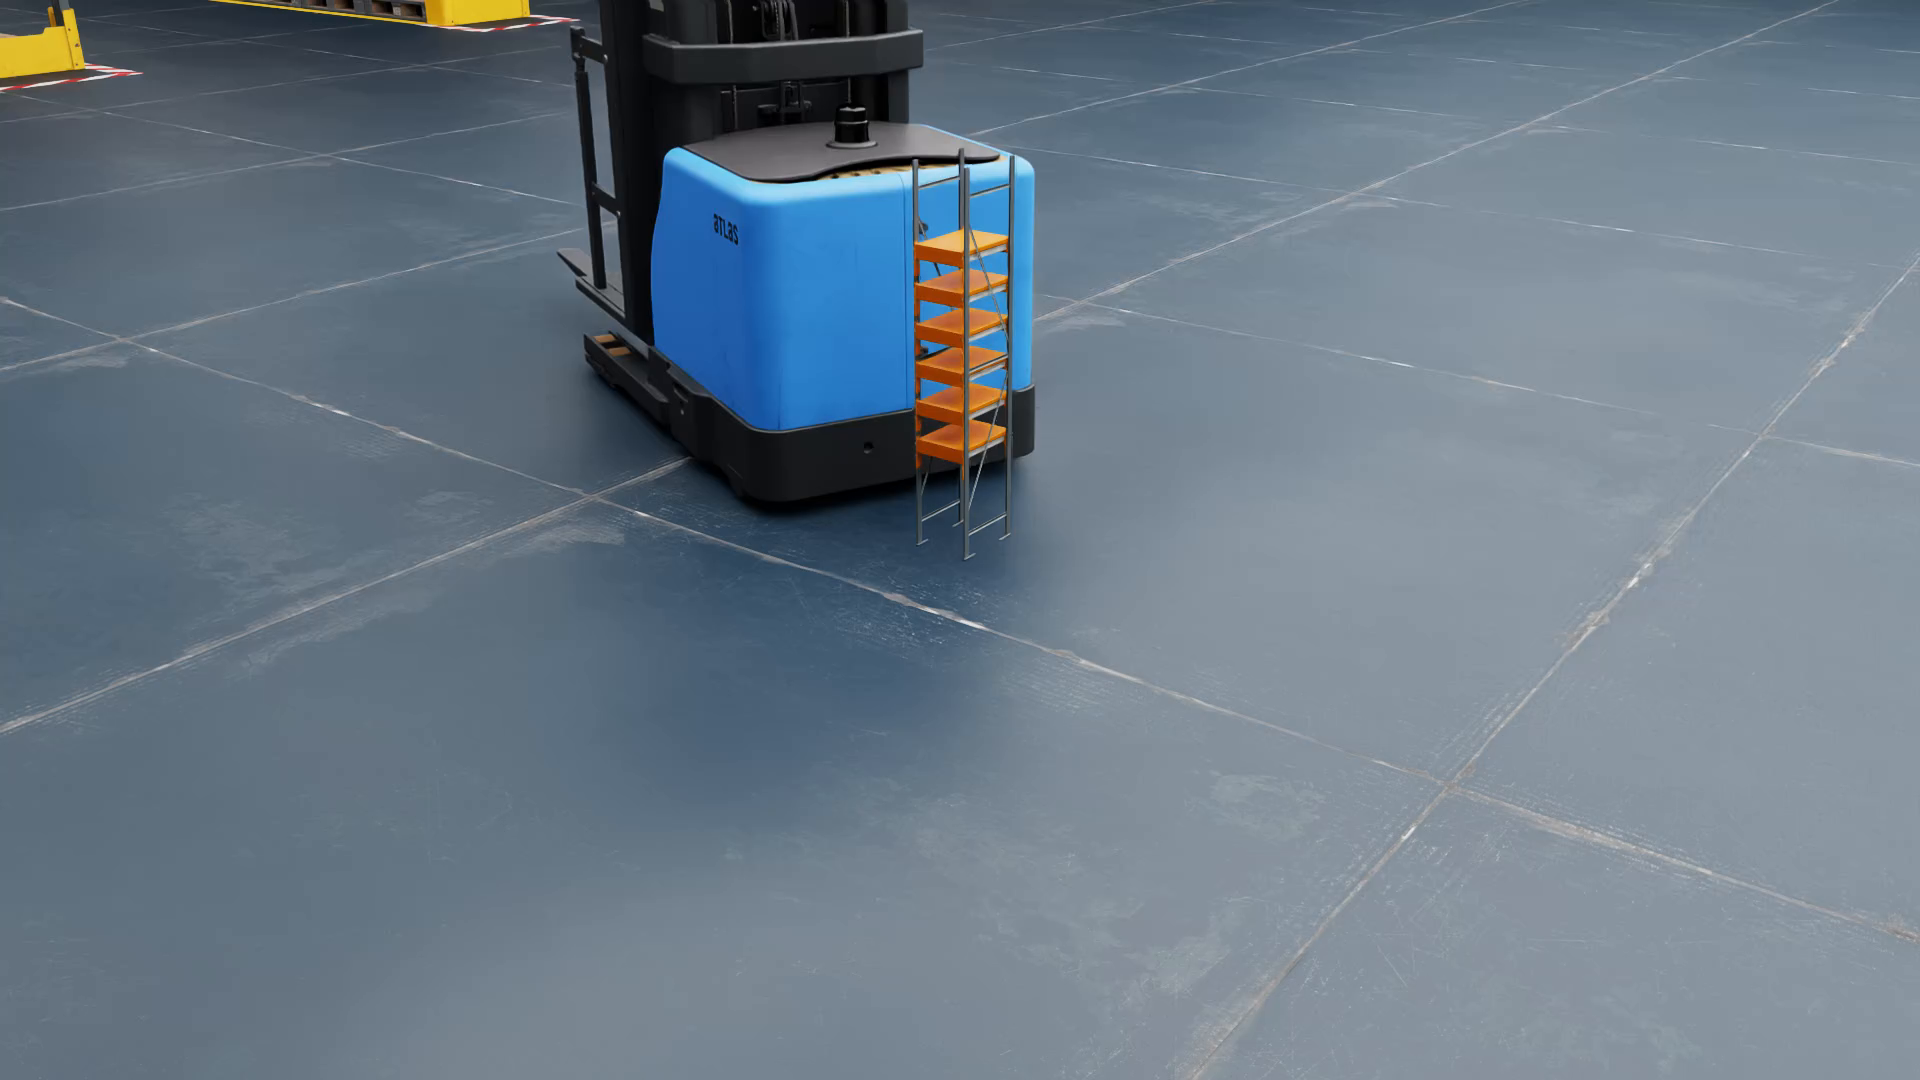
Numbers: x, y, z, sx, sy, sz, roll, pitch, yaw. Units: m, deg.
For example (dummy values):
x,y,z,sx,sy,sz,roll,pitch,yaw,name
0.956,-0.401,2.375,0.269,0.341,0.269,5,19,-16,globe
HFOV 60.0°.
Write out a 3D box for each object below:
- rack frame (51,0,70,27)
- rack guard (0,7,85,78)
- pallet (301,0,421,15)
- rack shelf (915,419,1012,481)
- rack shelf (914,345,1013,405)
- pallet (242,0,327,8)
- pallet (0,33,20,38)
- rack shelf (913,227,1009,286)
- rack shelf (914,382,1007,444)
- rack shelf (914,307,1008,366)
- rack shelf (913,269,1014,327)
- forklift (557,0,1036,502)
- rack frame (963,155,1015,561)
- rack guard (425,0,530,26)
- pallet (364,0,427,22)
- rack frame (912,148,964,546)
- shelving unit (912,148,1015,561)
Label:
x,y,z,sx,sy,sz,roll,pitch,yaw,name
-8.131,-5.408,13.803,0.127,3.000,1.000,17,29,33,rack frame
-8.220,-4.267,14.315,0.348,0.500,1.175,17,29,33,rack guard
-6.822,-6.251,19.176,1.213,0.211,1.003,17,29,33,pallet
0.012,-0.285,5.115,0.180,0.103,0.258,17,29,33,rack shelf
0.012,-0.505,5.018,0.180,0.103,0.258,17,29,33,rack shelf
-7.803,-6.546,19.845,1.213,0.211,1.003,17,29,33,pallet
-8.867,-4.333,14.823,1.213,0.211,1.003,17,29,33,pallet
0.012,-0.834,4.873,0.180,0.103,0.258,17,29,33,rack shelf
0.012,-0.395,5.066,0.180,0.103,0.258,17,29,33,rack shelf
0.012,-0.615,4.970,0.180,0.103,0.258,17,29,33,rack shelf
0.012,-0.725,4.921,0.180,0.103,0.258,17,29,33,rack shelf
-0.876,-2.020,6.199,1.130,2.935,3.031,-12,27,-25,forklift
0.085,-0.523,4.950,0.006,1.200,0.240,17,29,33,rack frame
-5.221,-5.880,17.976,0.348,0.500,1.175,17,29,33,rack guard
-5.850,-5.956,18.506,1.213,0.211,1.003,17,29,33,pallet
-0.062,-0.568,5.050,0.006,1.200,0.240,17,29,33,rack frame
0.012,-0.546,5.000,0.189,1.200,0.258,17,29,33,shelving unit
